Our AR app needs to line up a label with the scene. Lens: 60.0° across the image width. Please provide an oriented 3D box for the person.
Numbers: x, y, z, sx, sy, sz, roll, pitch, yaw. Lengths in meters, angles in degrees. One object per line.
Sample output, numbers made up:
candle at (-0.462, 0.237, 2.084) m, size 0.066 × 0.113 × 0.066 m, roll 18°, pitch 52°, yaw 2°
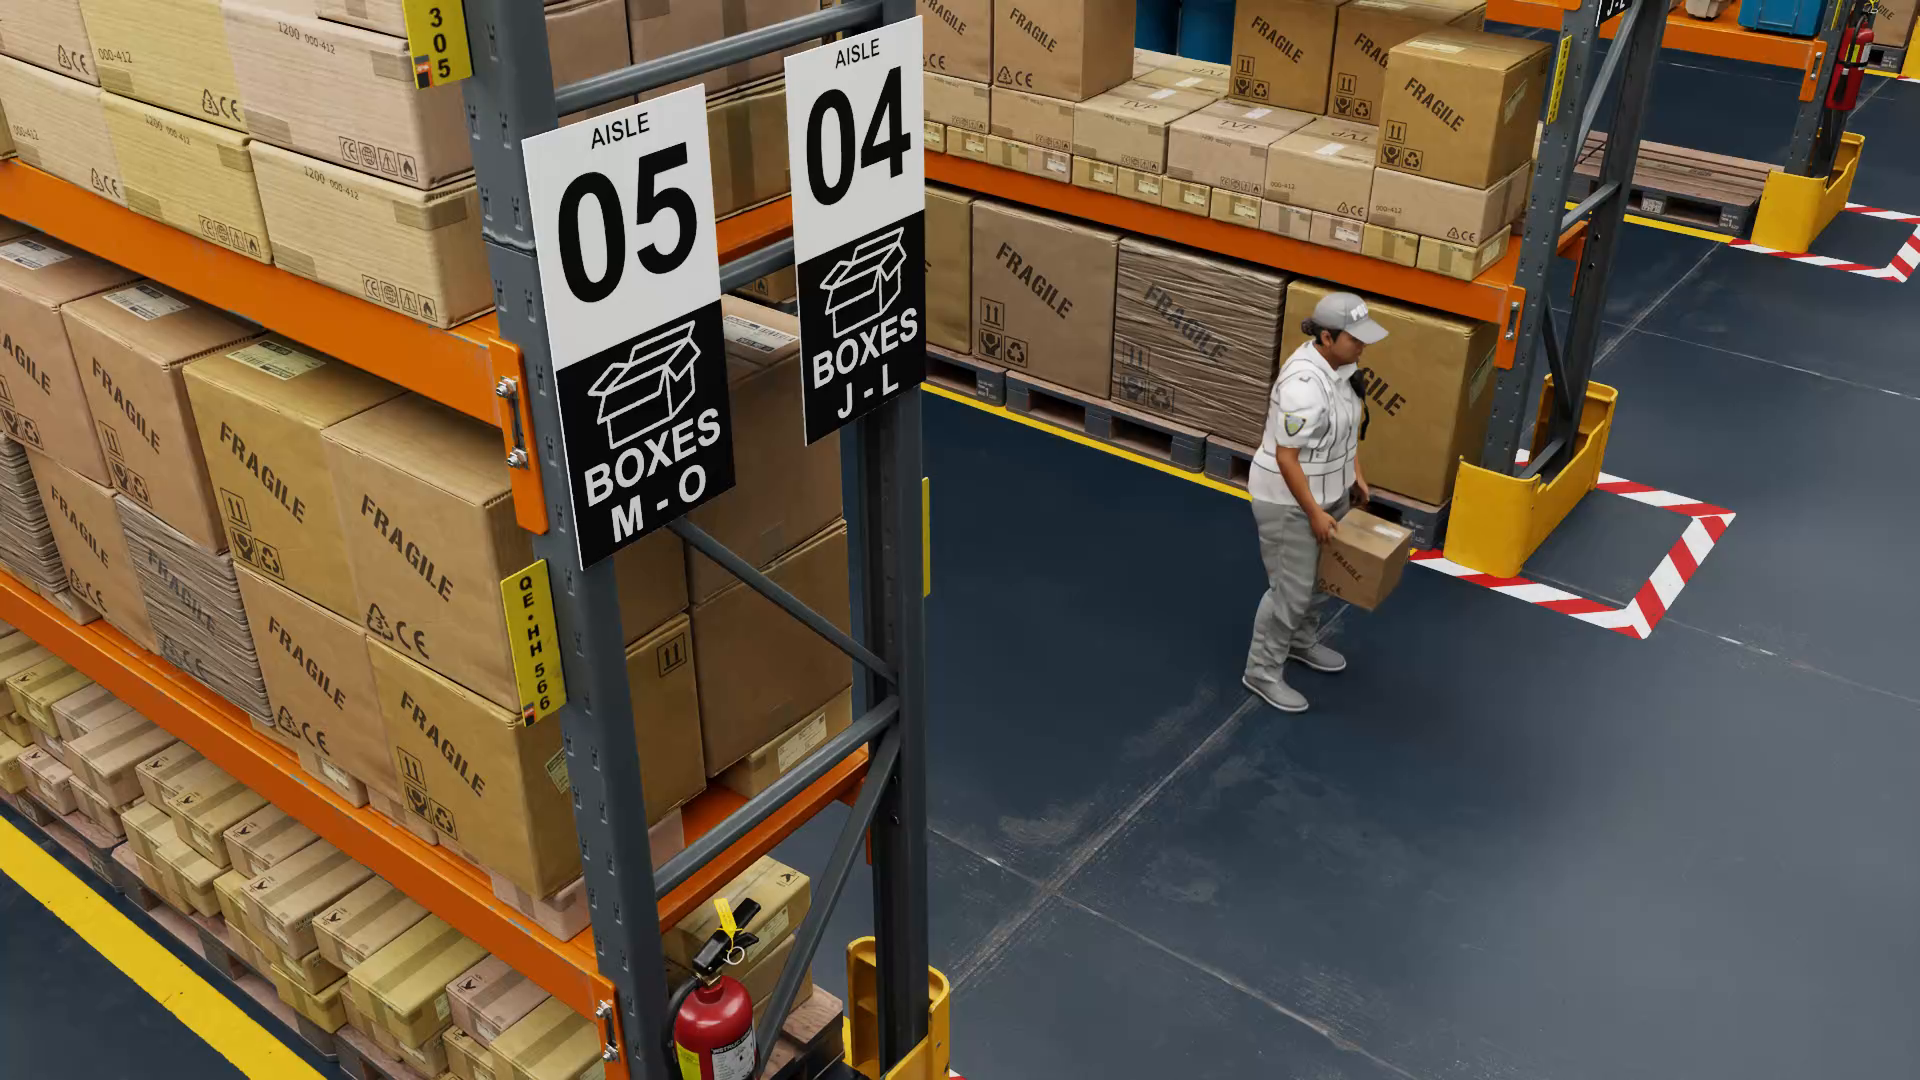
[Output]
person at (1.342, -0.171, 6.406) m, size 0.424 × 1.671 × 0.519 m, roll 21°, pitch 37°, yaw 30°
